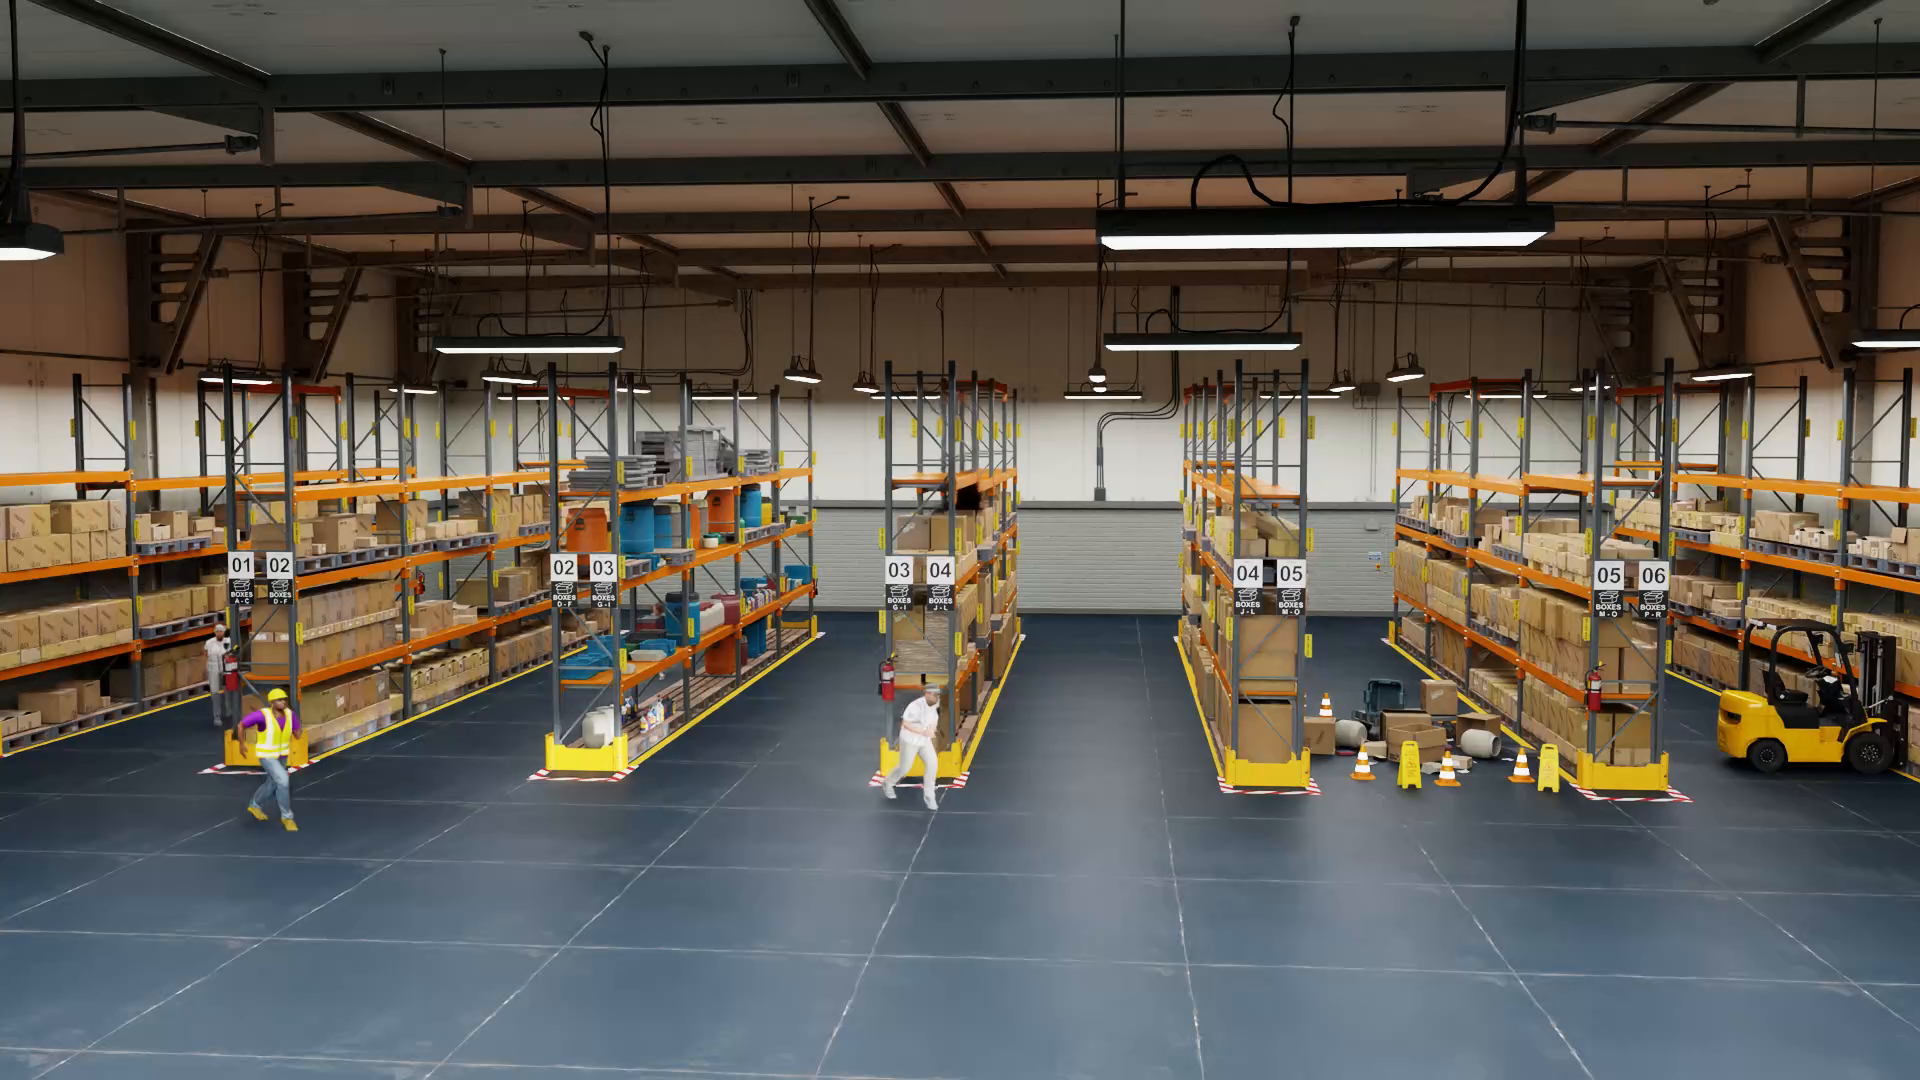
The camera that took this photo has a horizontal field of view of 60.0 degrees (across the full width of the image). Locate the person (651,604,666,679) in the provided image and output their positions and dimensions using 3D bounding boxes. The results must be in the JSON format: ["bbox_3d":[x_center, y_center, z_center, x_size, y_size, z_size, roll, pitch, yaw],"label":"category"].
[{"bbox_3d":[-6.057,2.038,33.635,0.506,1.540,0.689,1,4,12],"label":"person"}]

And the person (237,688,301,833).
[{"bbox_3d":[-8.662,2.756,20.925,0.904,1.808,0.729,2,4,29],"label":"person"}]

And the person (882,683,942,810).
[{"bbox_3d":[-0.641,2.734,22.257,1.015,1.739,0.704,3,5,40],"label":"person"}]

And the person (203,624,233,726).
[{"bbox_3d":[-12.673,2.276,28.543,0.571,1.689,0.908,-1,4,-20],"label":"person"}]
